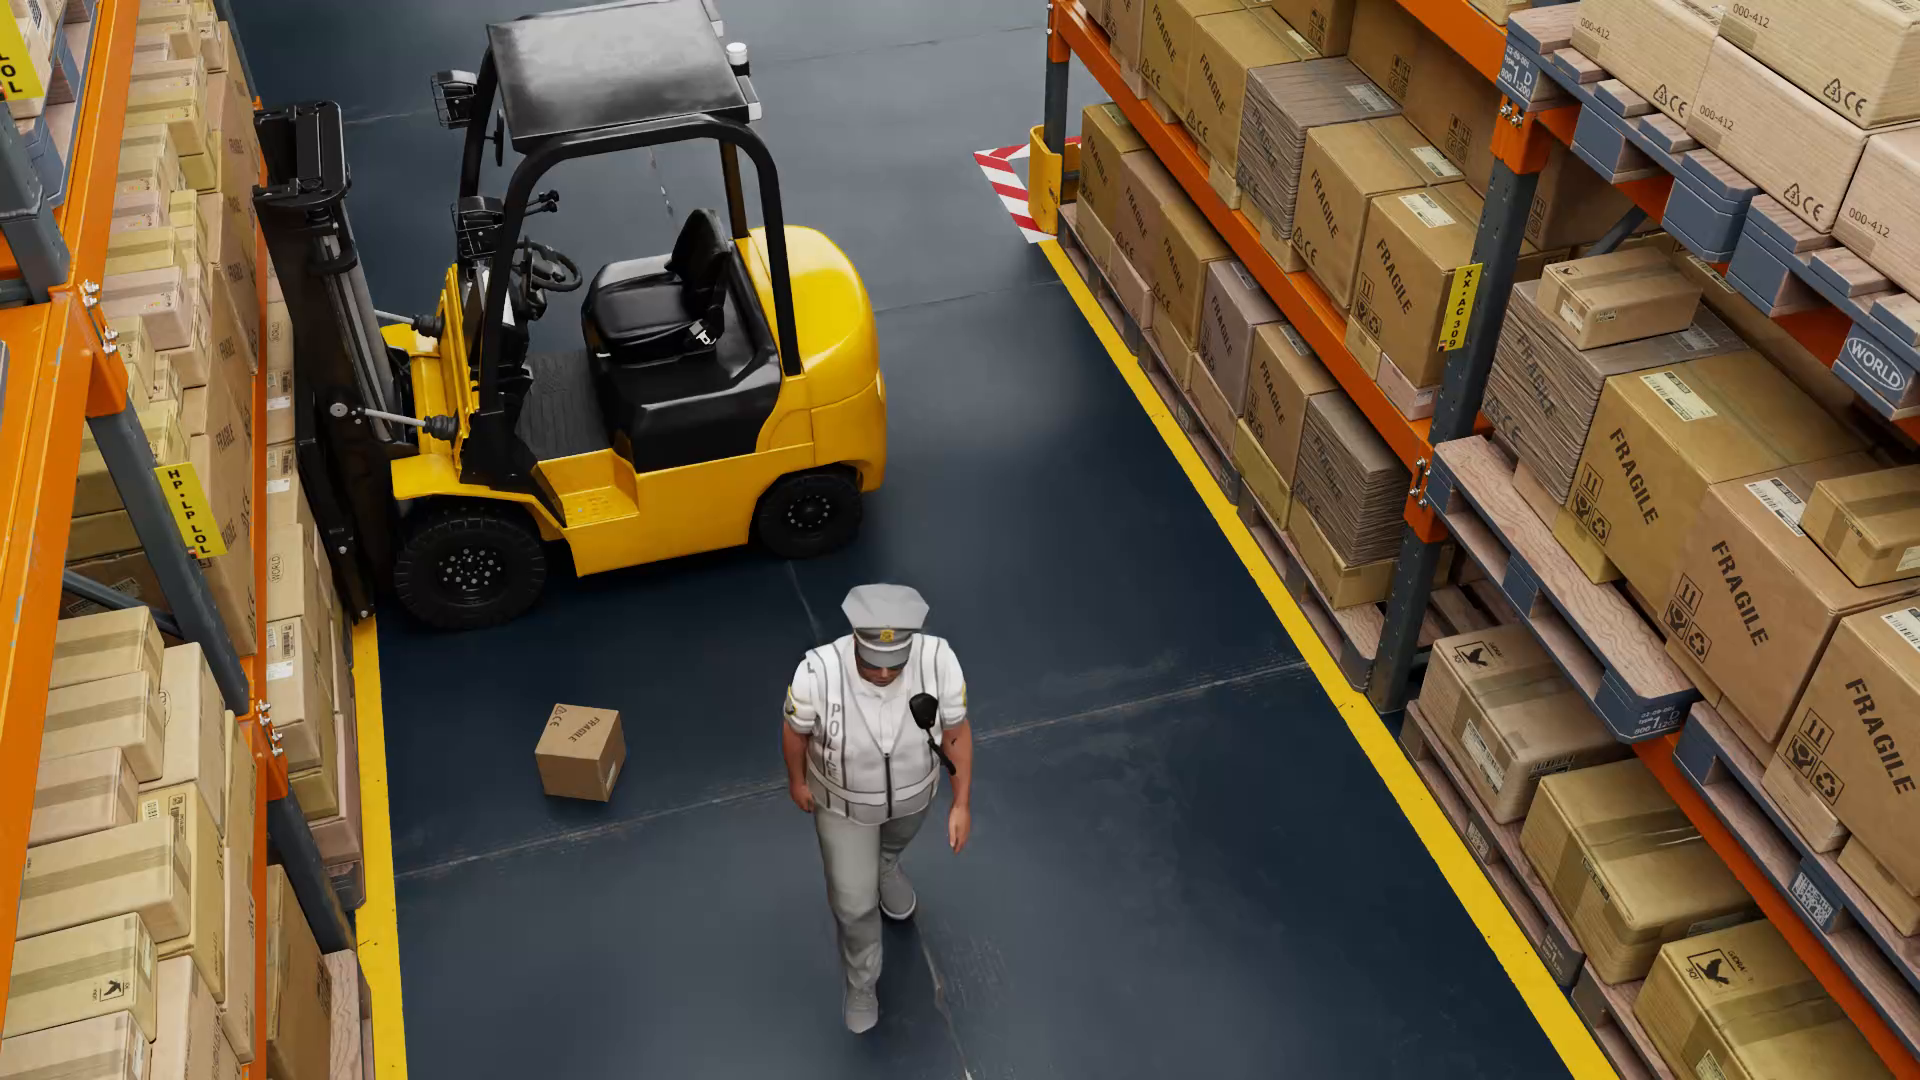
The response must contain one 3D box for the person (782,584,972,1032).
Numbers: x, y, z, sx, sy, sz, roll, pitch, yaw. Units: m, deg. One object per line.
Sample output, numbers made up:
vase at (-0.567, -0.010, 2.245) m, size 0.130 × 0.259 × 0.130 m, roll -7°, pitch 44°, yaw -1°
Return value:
person at (-0.263, 0.791, 5.319) m, size 0.559 × 1.823 × 0.708 m, roll -12°, pitch 43°, yaw -13°
